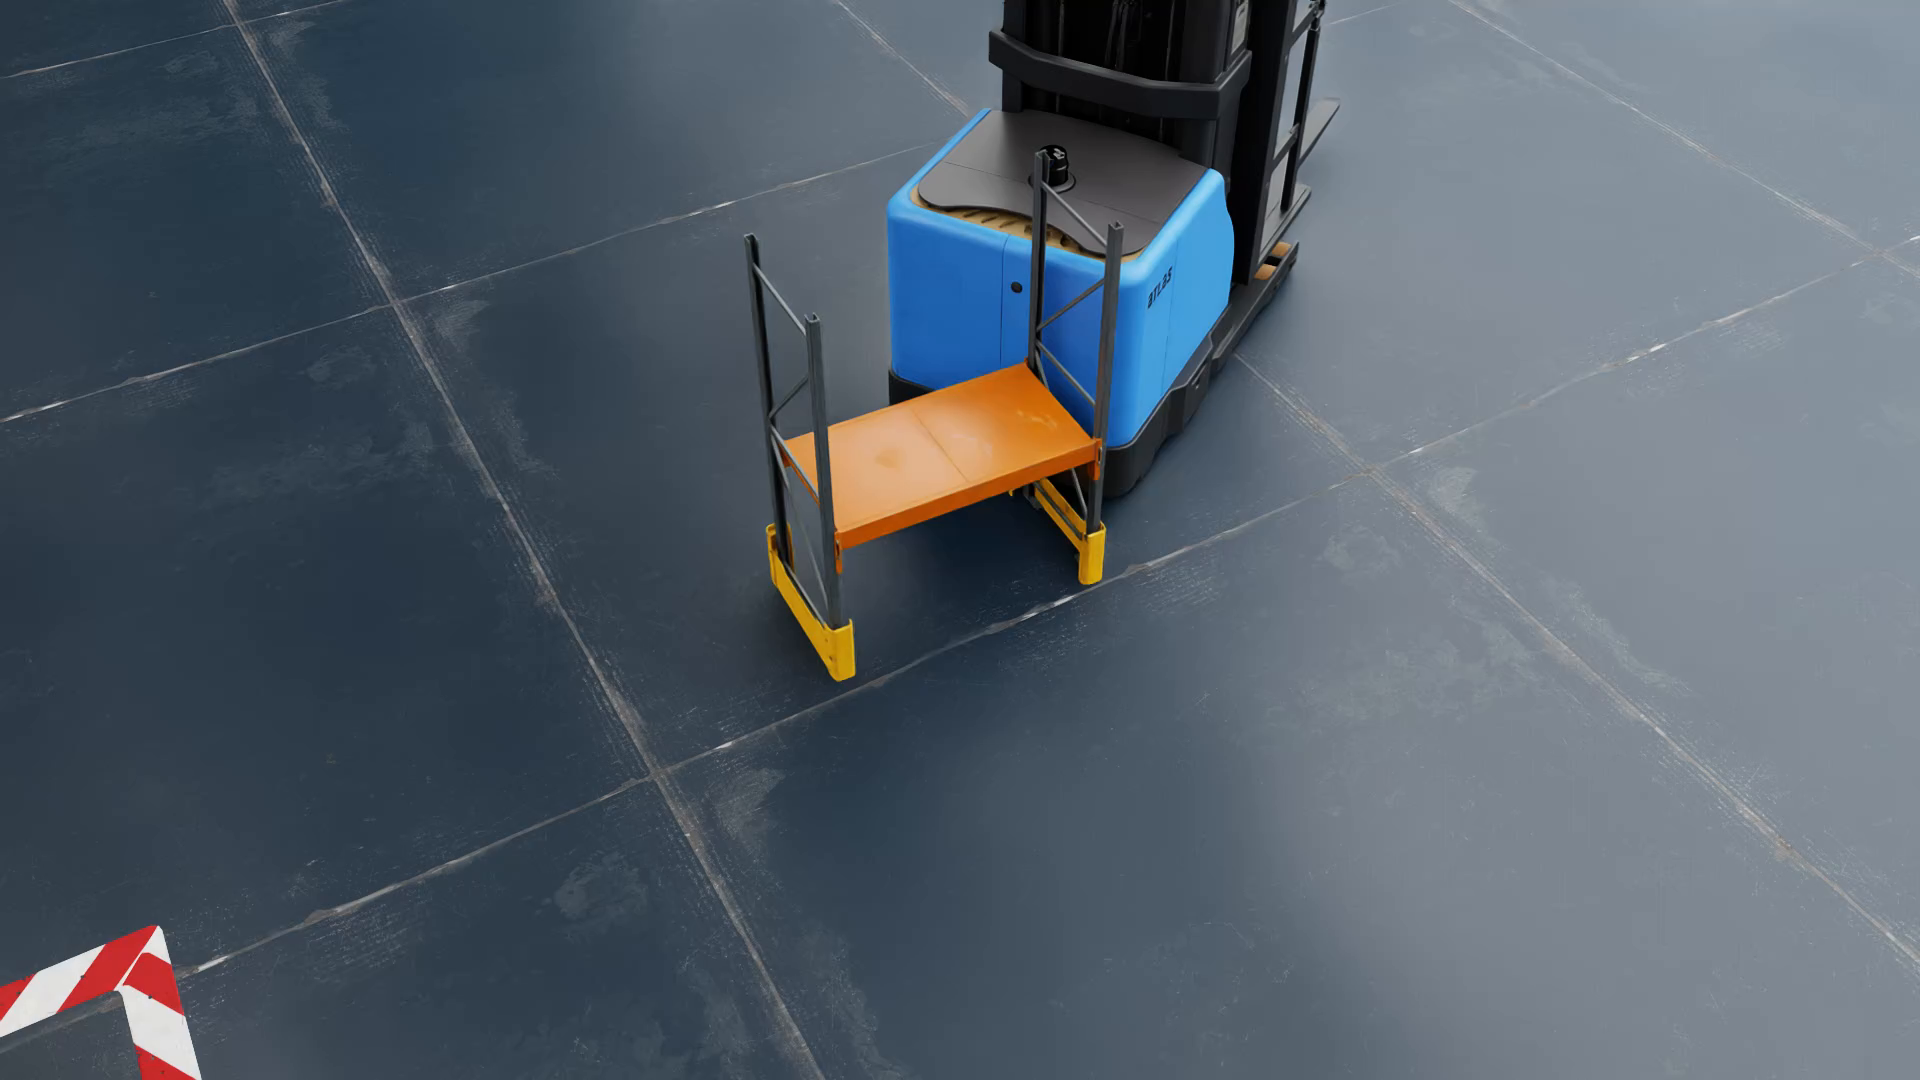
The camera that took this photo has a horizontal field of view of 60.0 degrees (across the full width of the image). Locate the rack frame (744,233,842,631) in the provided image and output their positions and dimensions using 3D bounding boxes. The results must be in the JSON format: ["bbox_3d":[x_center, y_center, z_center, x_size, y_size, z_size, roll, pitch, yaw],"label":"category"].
[{"bbox_3d":[-0.528,-0.238,5.418,0.032,1.500,0.500,-20,48,-19],"label":"rack frame"}]

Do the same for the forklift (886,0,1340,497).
[{"bbox_3d":[0.857,-2.237,6.451,1.130,2.935,3.031,20,48,20],"label":"forklift"}]

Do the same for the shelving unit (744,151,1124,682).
[{"bbox_3d":[-0.086,-0.400,5.585,1.083,1.500,0.587,-20,48,-19],"label":"shelving unit"}]

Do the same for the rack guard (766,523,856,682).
[{"bbox_3d":[-0.527,0.210,5.854,0.087,0.250,0.587,-20,48,-19],"label":"rack guard"}]

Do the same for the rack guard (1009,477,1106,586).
[{"bbox_3d":[0.355,-0.112,6.186,0.087,0.250,0.587,-20,48,-19],"label":"rack guard"}]

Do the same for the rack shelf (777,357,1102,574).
[{"bbox_3d":[-0.078,-0.273,5.713,1.000,0.185,0.538,-20,48,-19],"label":"rack shelf"}]

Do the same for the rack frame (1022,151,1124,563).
[{"bbox_3d":[0.372,-0.567,5.757,0.032,1.500,0.500,-20,48,-19],"label":"rack frame"}]
